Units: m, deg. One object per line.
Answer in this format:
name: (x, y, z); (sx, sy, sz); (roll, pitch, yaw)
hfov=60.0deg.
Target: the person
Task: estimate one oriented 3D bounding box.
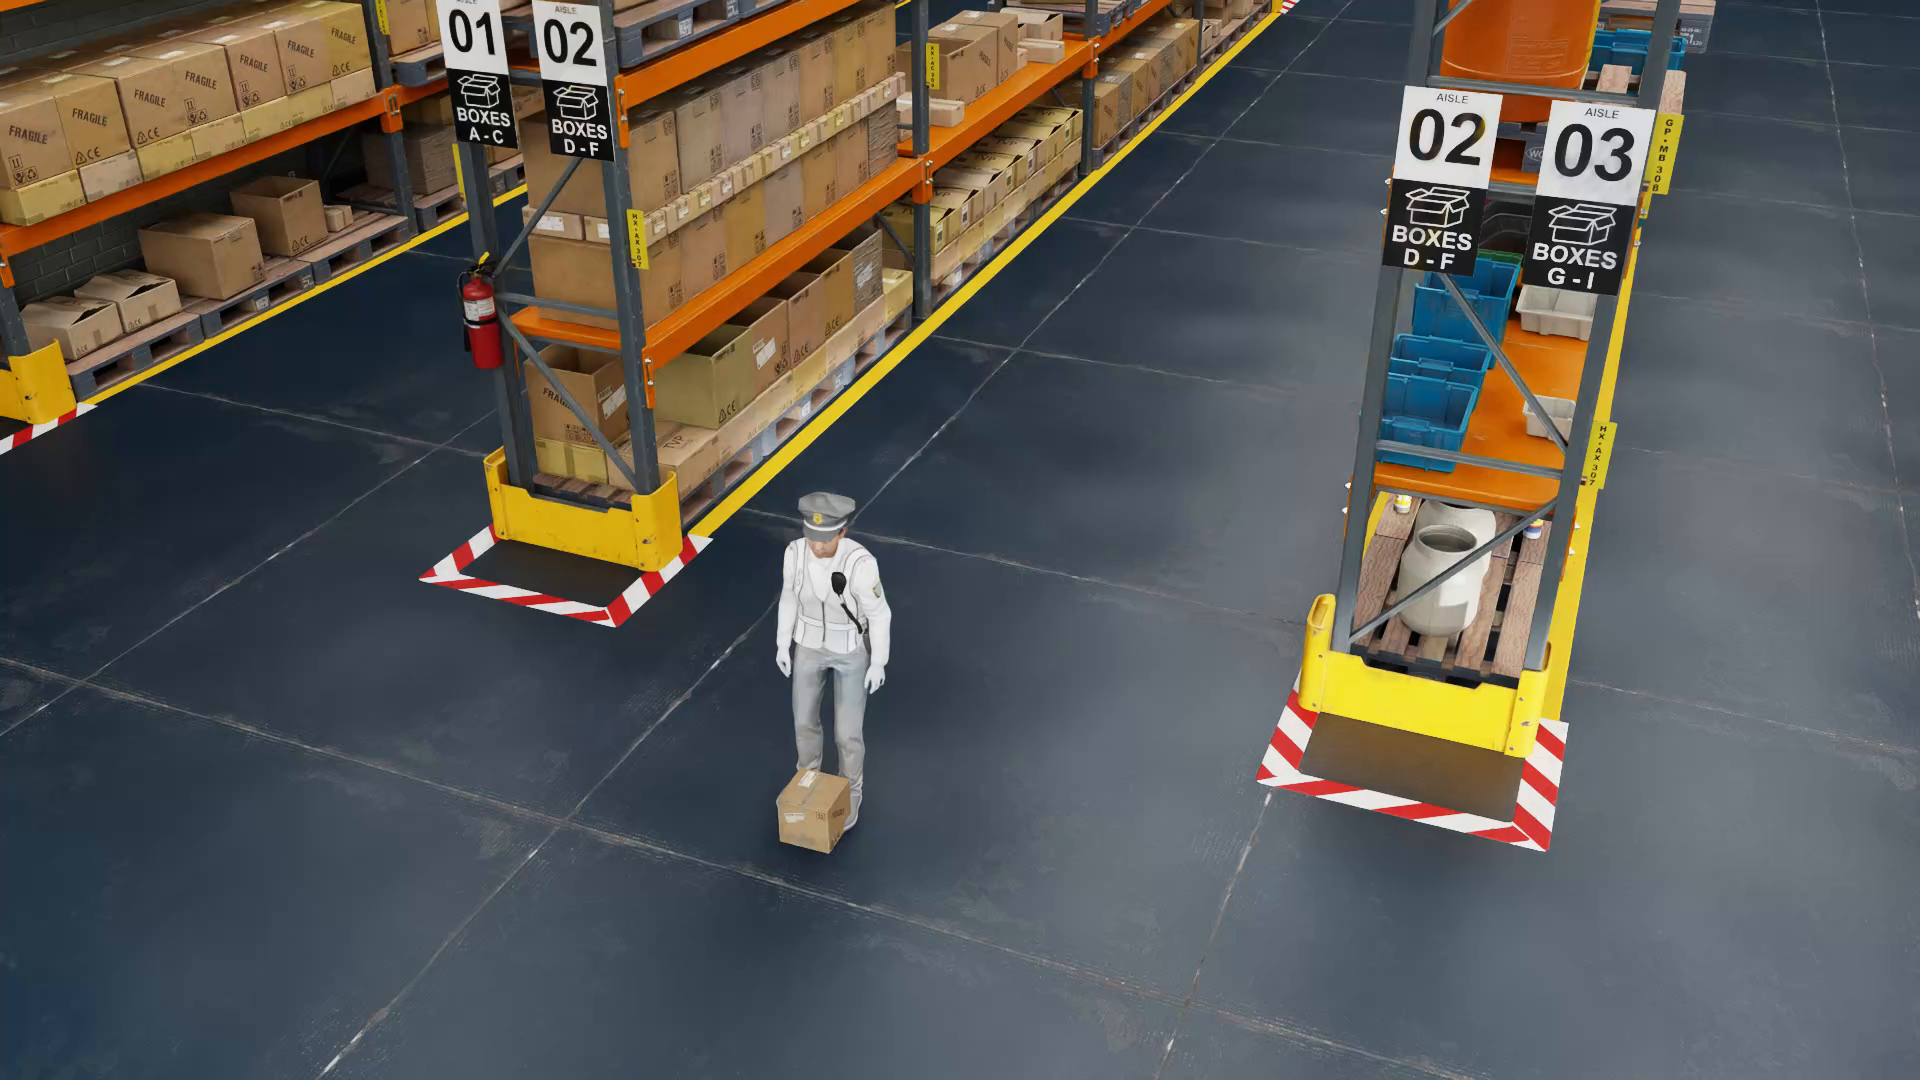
person: (-0.583, 0.527, 7.469); (0.543, 1.662, 0.416); (9, 31, 16)
